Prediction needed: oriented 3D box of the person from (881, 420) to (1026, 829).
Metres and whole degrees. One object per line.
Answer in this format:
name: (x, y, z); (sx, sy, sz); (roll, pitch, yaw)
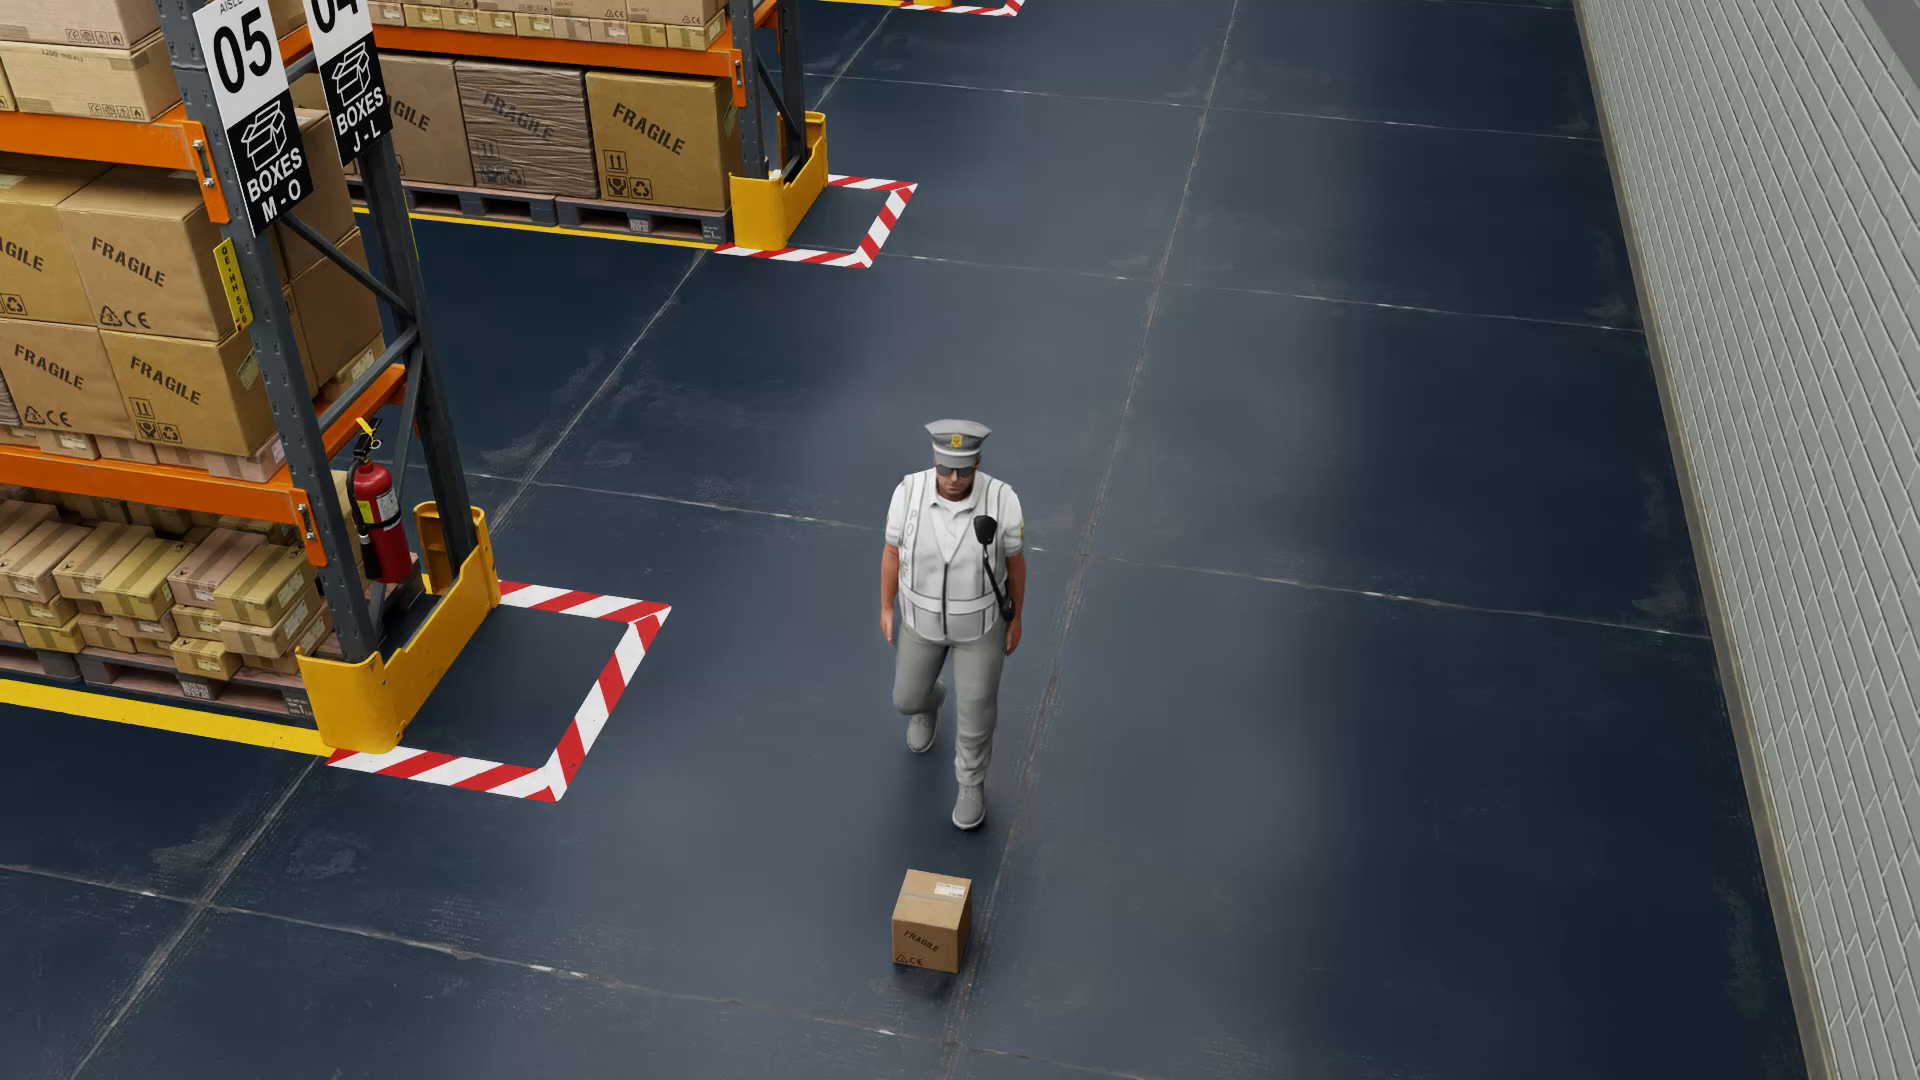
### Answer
person: (-0.035, 0.282, 6.551); (0.569, 1.763, 0.695); (6, 37, 8)
